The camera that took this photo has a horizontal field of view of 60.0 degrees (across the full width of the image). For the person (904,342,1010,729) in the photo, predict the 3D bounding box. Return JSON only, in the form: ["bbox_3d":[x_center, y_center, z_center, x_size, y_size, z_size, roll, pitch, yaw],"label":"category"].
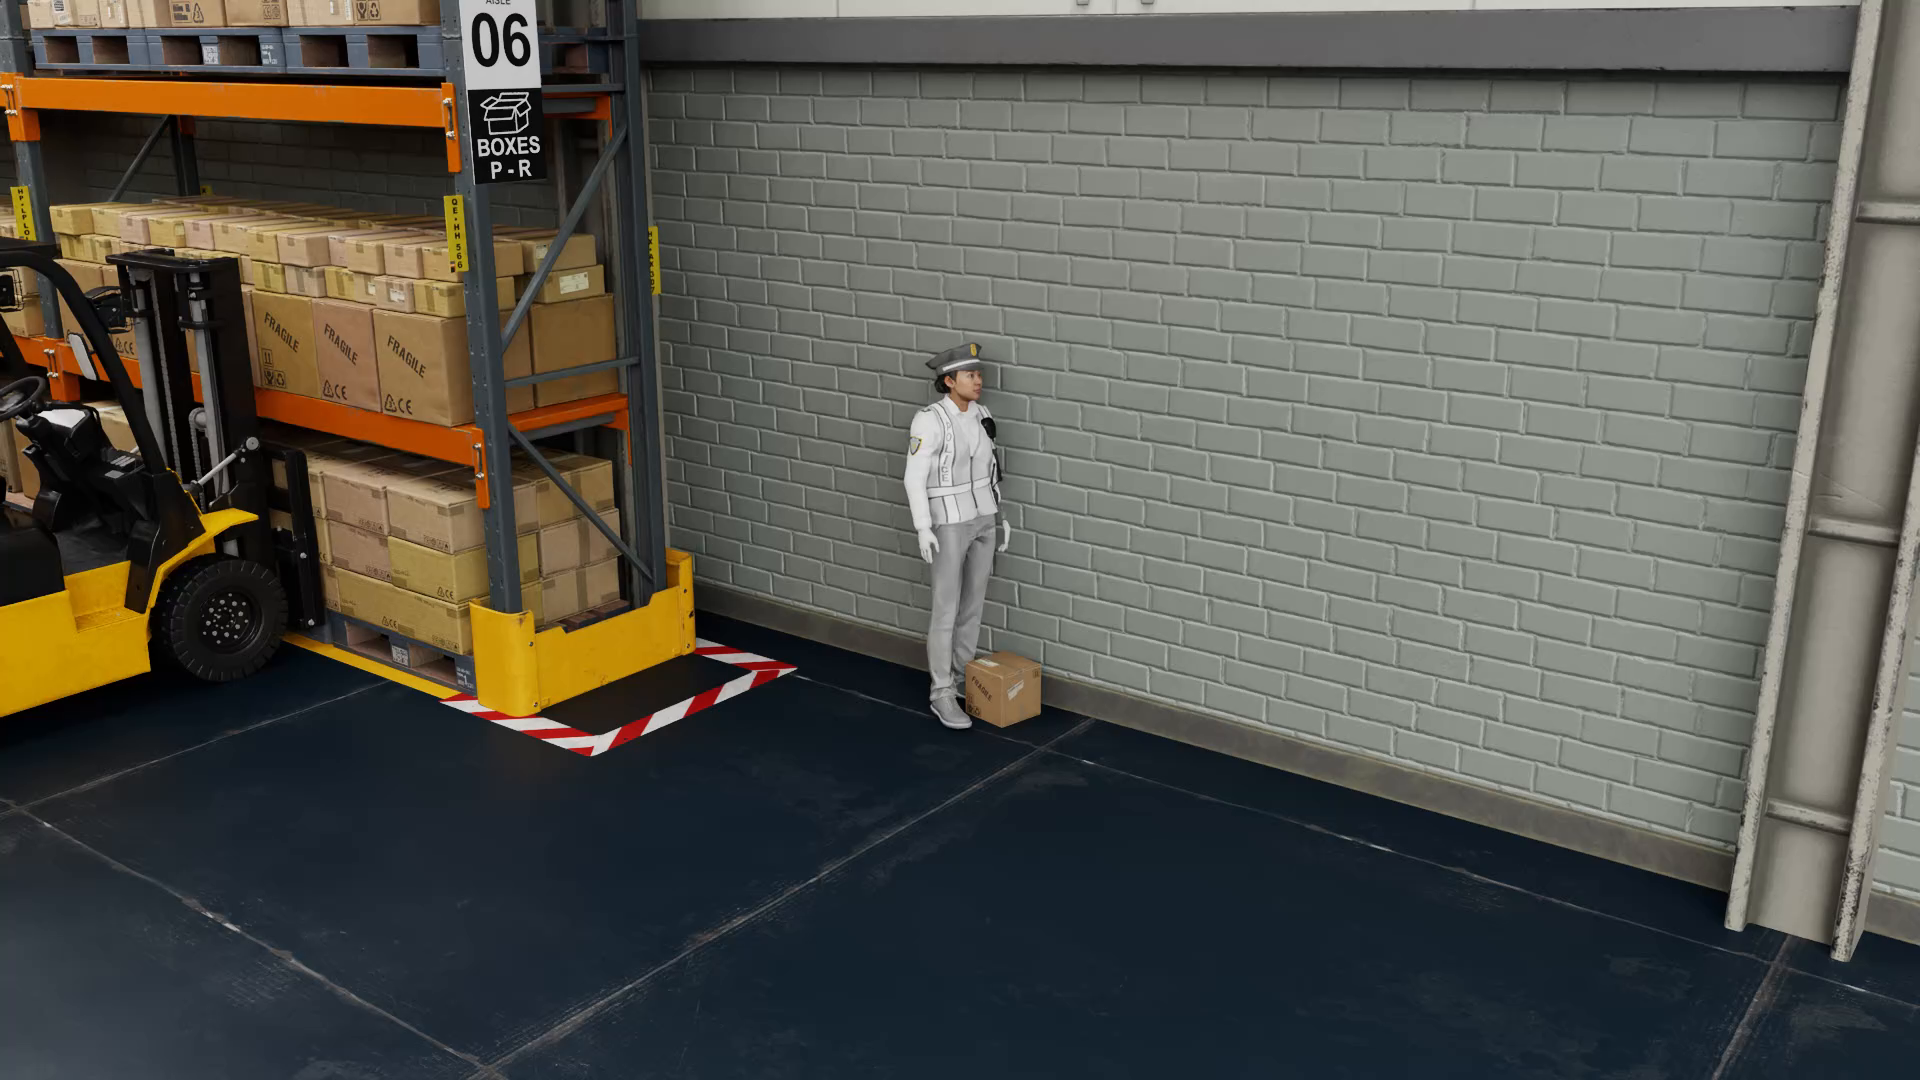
[{"bbox_3d":[0.045,-0.052,7.622,0.588,1.697,0.534,-14,21,-38],"label":"person"}]
